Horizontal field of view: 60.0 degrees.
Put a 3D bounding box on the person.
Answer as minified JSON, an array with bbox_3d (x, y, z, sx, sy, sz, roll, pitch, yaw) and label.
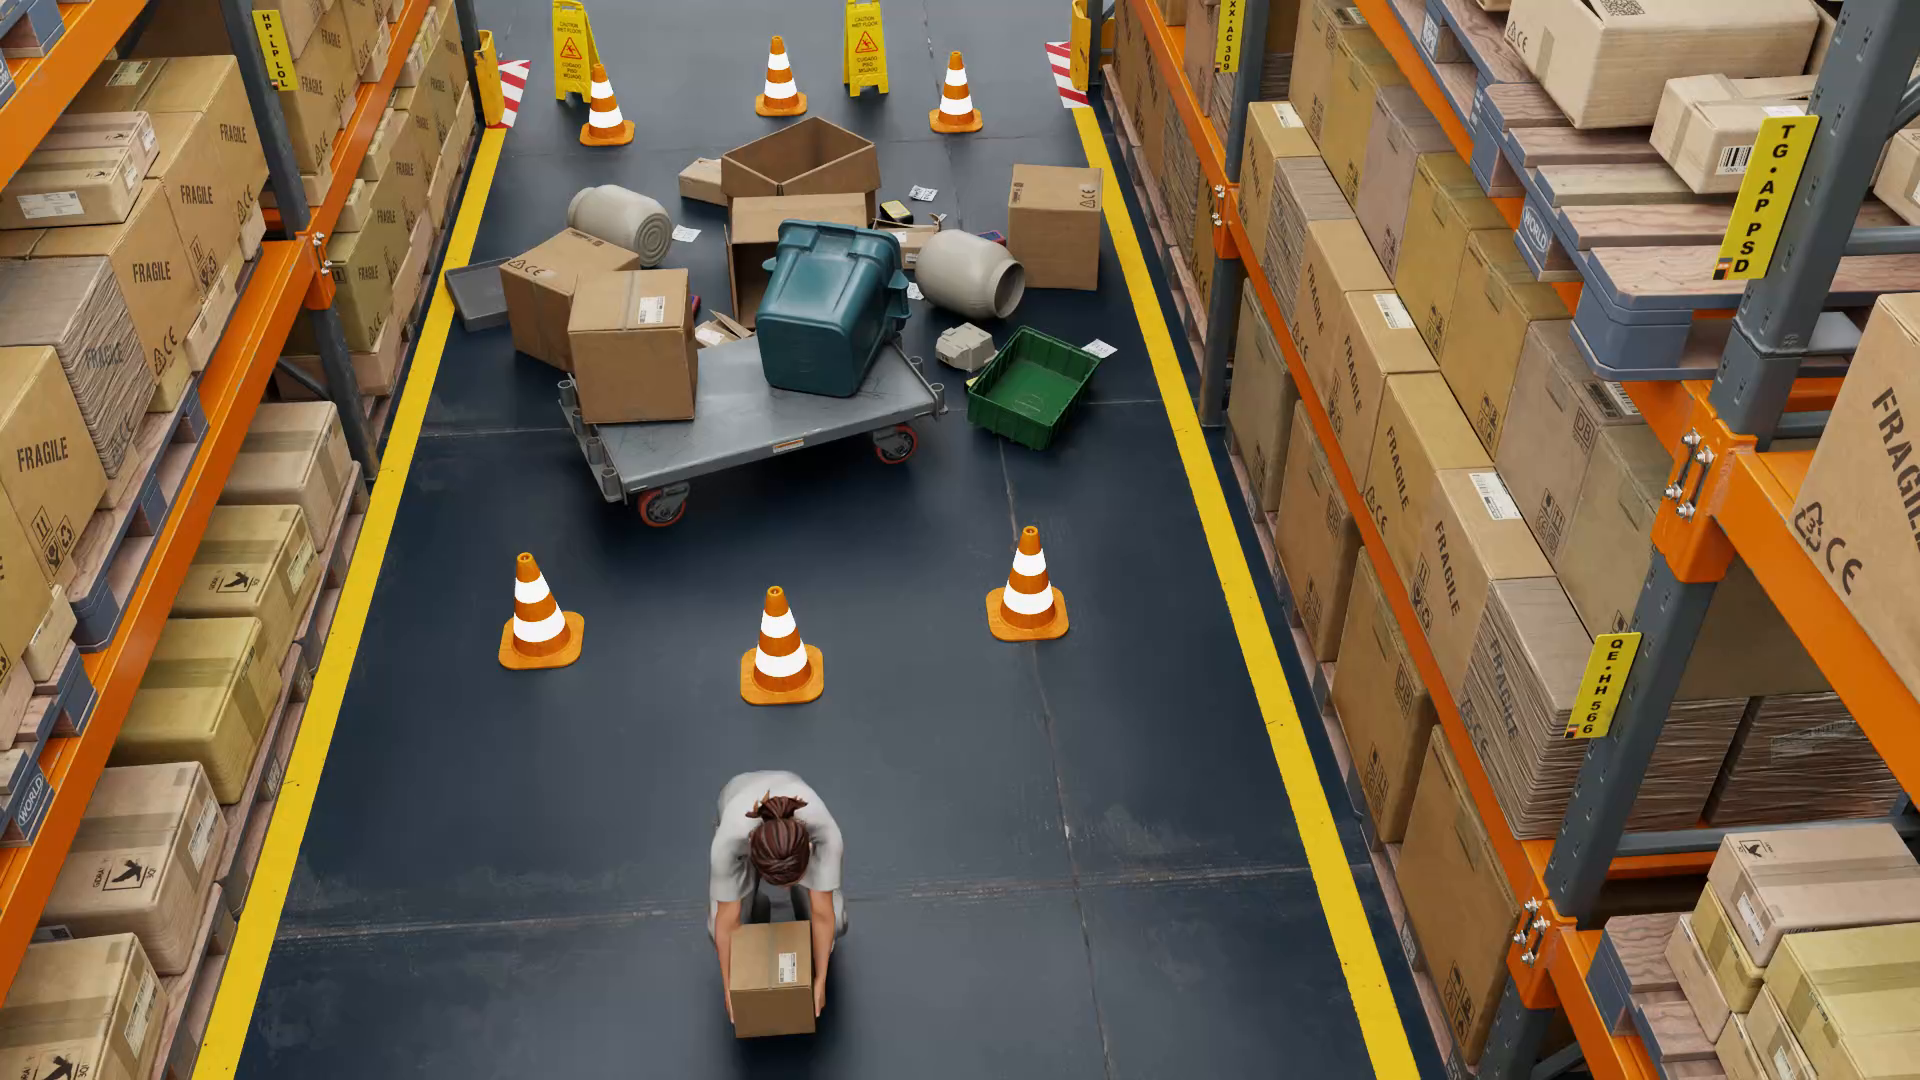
[{"bbox_3d":[-0.603,1.077,5.414,0.456,0.956,0.802,-4,39,-5],"label":"person"}]
